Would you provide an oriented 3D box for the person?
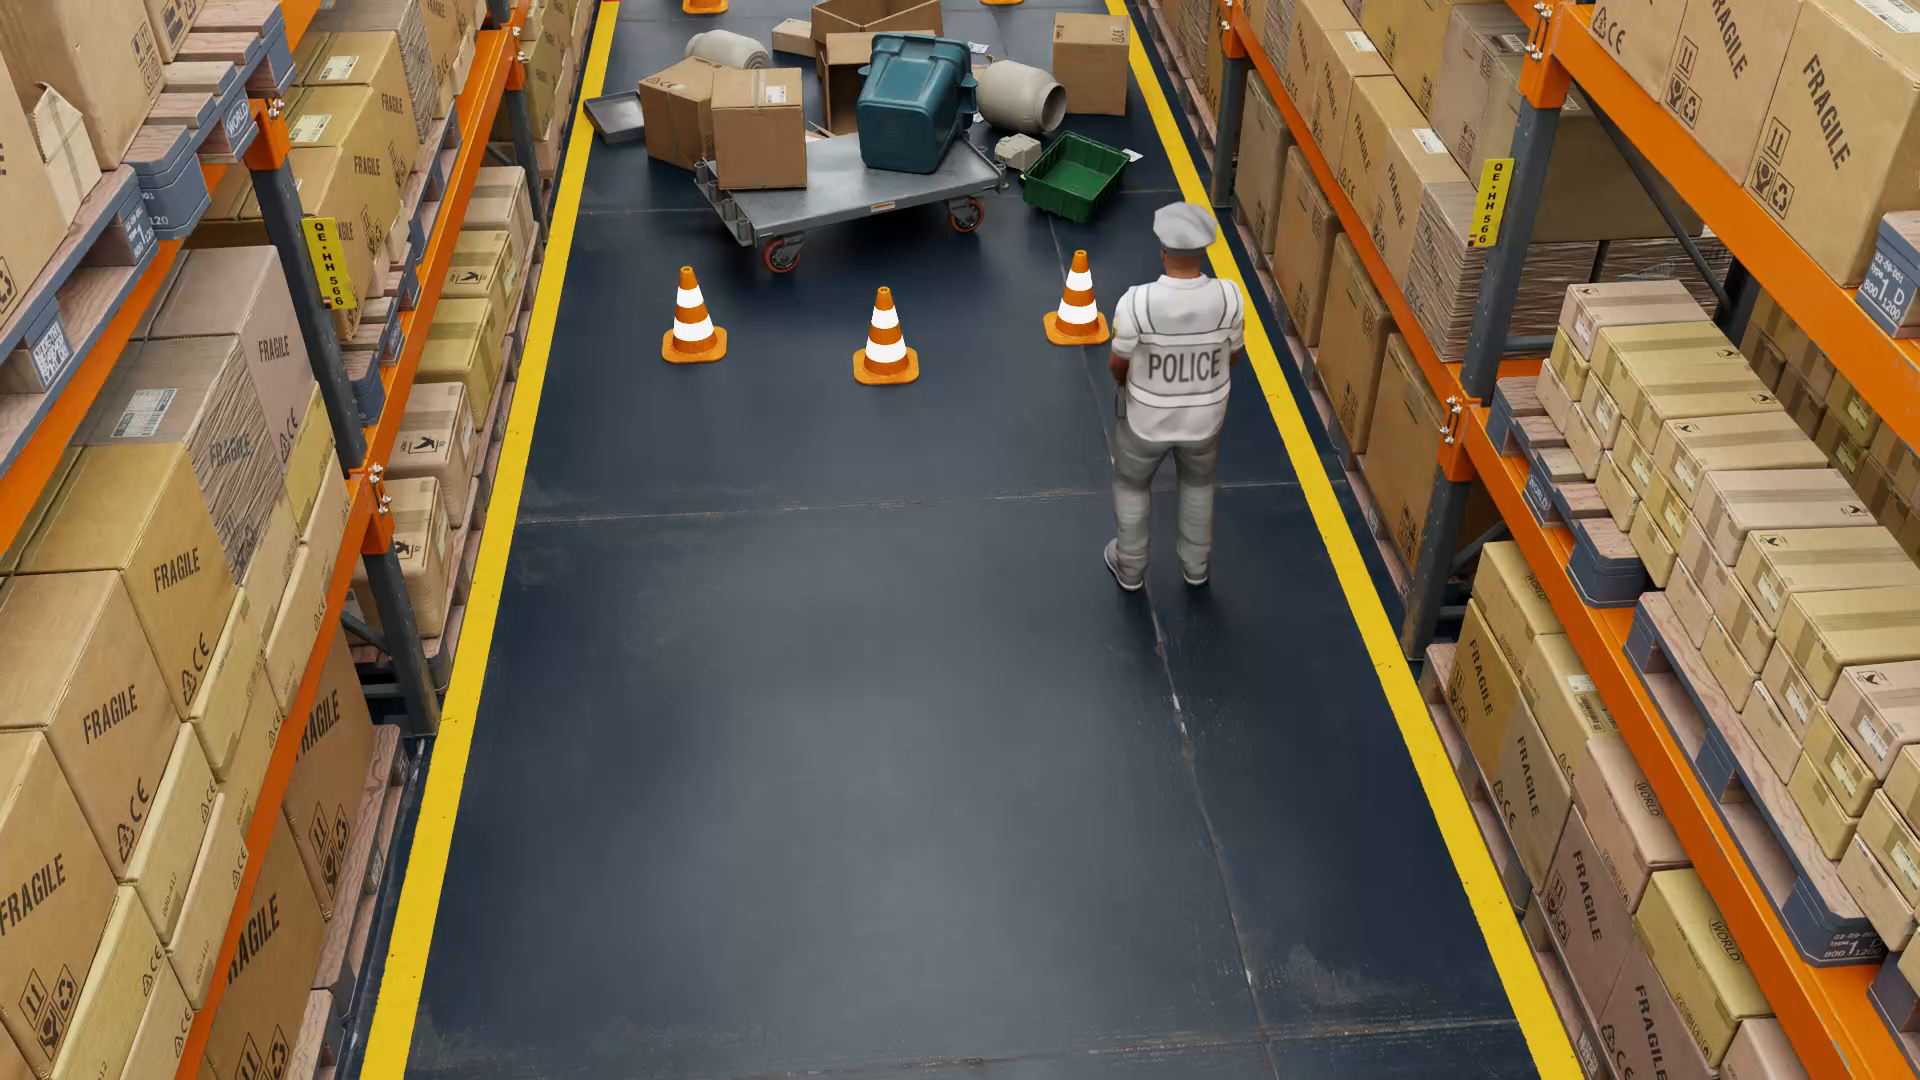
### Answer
[{"bbox_3d":[0.856,-0.560,6.825,0.533,1.770,0.491,-4,39,-5],"label":"person"}]
